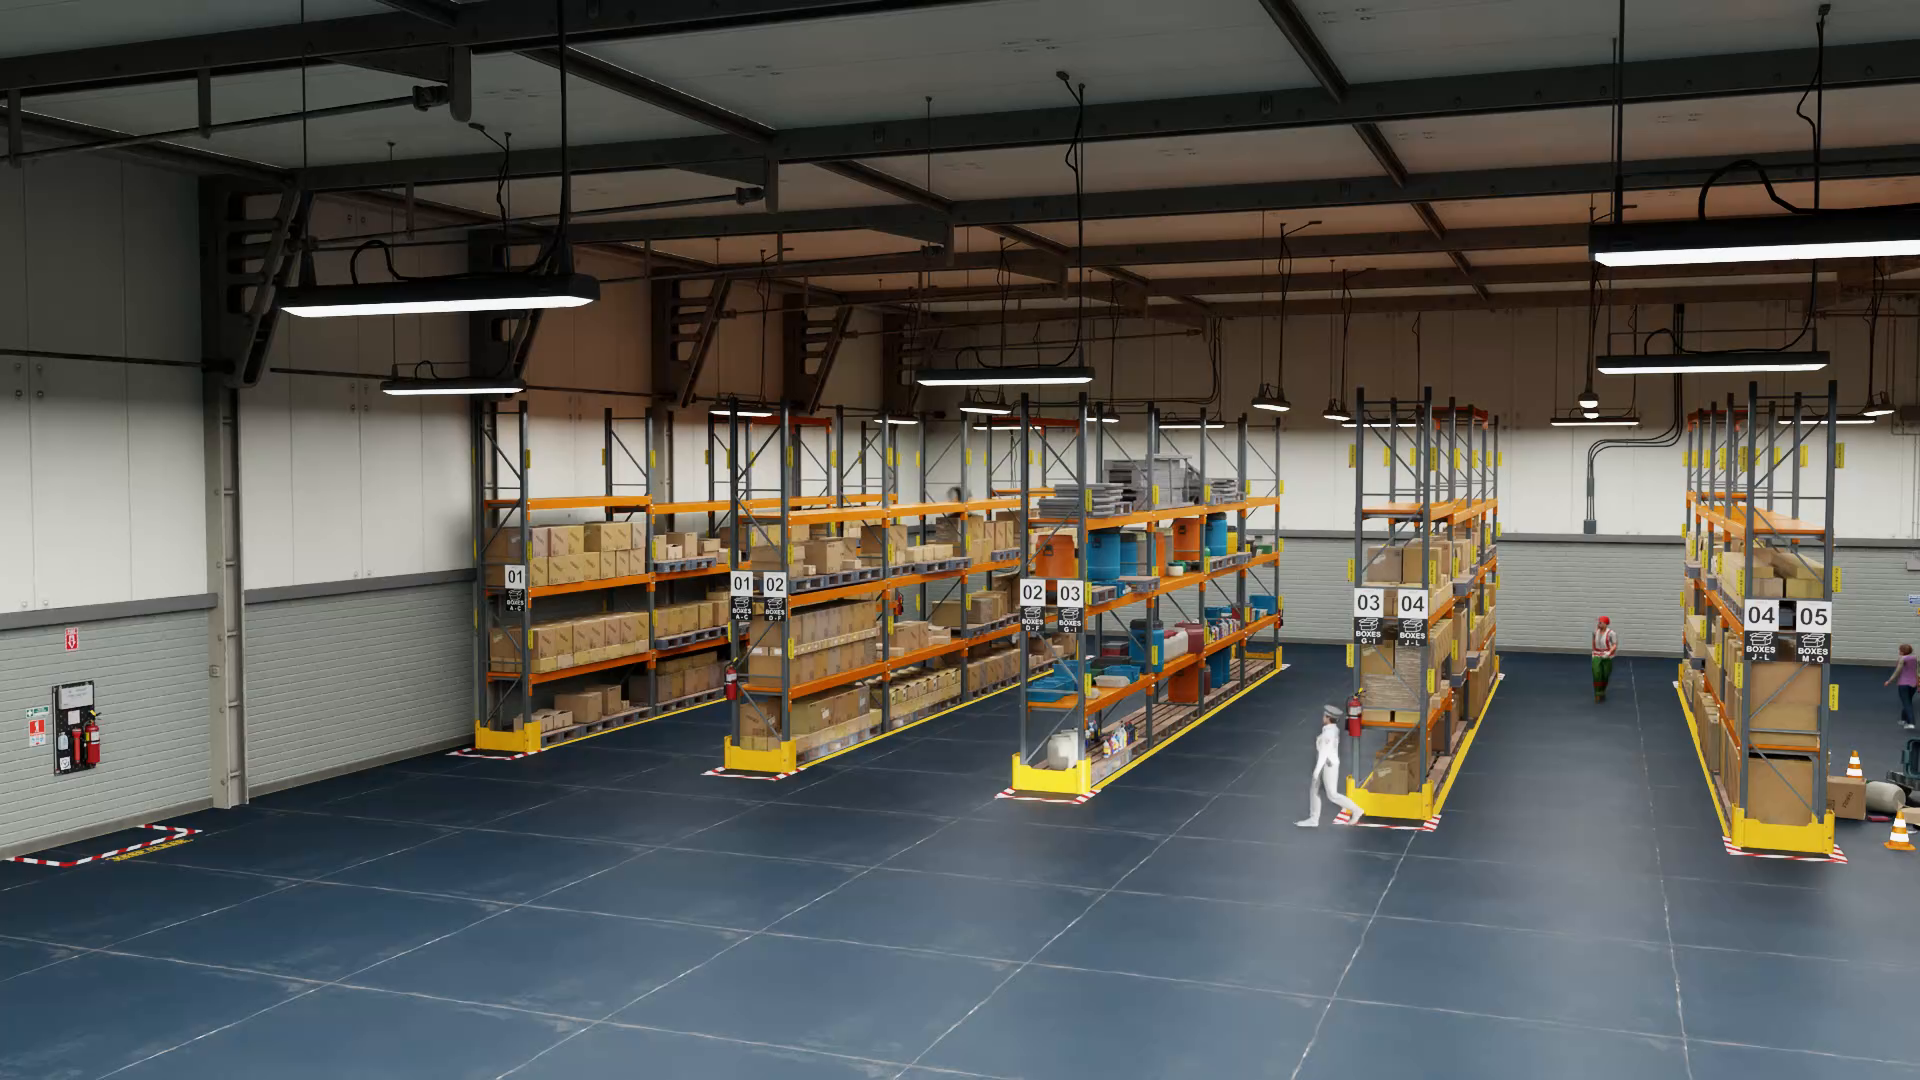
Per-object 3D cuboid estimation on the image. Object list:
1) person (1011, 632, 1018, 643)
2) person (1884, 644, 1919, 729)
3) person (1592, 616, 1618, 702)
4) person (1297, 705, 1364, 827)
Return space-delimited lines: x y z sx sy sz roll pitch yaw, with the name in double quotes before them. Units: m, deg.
"person" 1.381 1.969 44.065 0.543 1.716 1.015 1 3 23
"person" 17.543 2.713 30.892 0.626 1.538 0.899 0 3 9
"person" 13.418 2.480 34.625 0.495 1.812 0.882 1 3 21
"person" 5.010 3.070 22.562 0.839 1.661 0.419 0 3 -2
